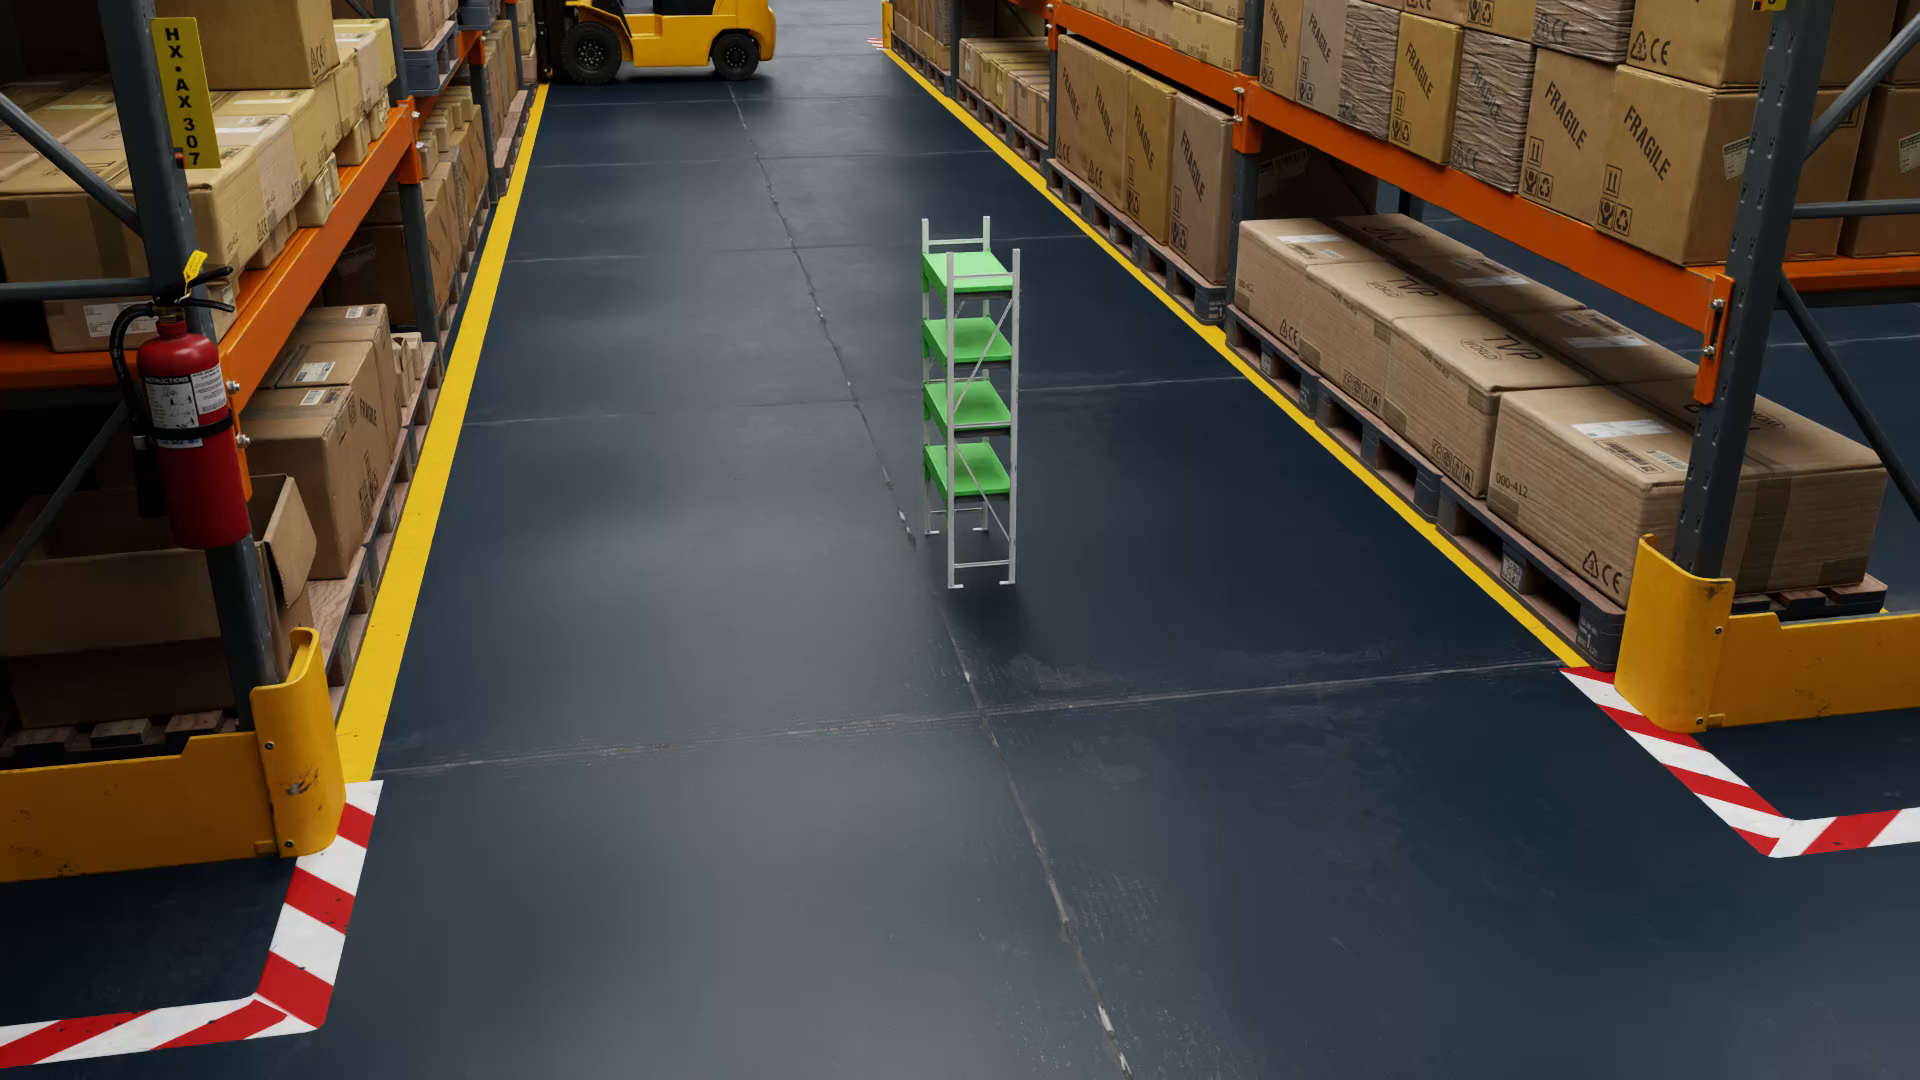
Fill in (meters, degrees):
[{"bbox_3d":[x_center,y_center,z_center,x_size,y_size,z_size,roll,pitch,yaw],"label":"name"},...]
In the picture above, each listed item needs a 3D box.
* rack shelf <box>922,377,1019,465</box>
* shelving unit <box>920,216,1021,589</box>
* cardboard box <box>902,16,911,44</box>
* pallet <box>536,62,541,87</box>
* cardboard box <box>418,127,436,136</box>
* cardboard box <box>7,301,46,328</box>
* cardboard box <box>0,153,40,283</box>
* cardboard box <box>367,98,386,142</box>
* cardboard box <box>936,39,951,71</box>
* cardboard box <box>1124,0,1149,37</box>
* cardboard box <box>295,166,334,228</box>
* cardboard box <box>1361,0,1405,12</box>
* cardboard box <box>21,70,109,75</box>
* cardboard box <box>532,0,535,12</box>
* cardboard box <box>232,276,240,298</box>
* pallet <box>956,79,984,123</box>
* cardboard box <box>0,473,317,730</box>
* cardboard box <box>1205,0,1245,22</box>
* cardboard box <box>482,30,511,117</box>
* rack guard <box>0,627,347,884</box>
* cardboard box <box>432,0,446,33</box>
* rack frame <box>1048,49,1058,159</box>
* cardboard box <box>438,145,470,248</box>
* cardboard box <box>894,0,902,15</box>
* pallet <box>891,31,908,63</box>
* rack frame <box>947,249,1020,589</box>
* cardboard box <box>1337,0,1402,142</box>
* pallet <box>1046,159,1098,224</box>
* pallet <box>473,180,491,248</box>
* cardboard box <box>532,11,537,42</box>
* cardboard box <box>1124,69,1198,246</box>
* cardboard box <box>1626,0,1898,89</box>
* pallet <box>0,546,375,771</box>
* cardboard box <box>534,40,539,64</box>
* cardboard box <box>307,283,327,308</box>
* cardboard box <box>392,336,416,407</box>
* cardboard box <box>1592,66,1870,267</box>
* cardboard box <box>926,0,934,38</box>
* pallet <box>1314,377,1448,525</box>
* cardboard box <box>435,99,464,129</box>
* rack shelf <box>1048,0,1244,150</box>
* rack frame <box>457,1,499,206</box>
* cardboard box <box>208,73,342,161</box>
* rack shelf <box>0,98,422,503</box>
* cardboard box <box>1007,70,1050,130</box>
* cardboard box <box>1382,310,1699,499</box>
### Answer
[{"bbox_3d":[0.031,-0.426,5.886,0.258,0.148,0.480,-4,24,-10],"label":"rack shelf"},{"bbox_3d":[0.031,-0.485,5.861,0.258,1.200,0.503,-4,24,-10],"label":"shelving unit"},{"bbox_3d":[-0.363,-5.602,18.240,0.500,0.250,0.500,-3,24,-8],"label":"cardboard box"},{"bbox_3d":[-4.800,-4.786,16.943,1.003,0.211,1.213,-4,24,-10],"label":"pallet"},{"bbox_3d":[-3.172,-2.238,9.414,0.380,0.149,0.250,-4,24,-10],"label":"cardboard box"},{"bbox_3d":[-2.557,-0.646,4.296,0.380,0.149,0.250,-4,24,-8],"label":"cardboard box"},{"bbox_3d":[-2.592,-0.775,4.094,0.500,0.250,0.500,-4,24,-8],"label":"cardboard box"},{"bbox_3d":[-2.537,-1.697,6.701,0.380,0.149,0.250,-4,24,-8],"label":"cardboard box"},{"bbox_3d":[0.039,-4.781,16.359,0.500,0.250,0.500,-3,24,-7],"label":"cardboard box"},{"bbox_3d":[1.294,-3.181,9.973,0.500,0.250,0.500,-4,24,-10],"label":"cardboard box"},{"bbox_3d":[-2.226,-1.092,5.315,0.380,0.149,0.250,-5,24,-11],"label":"cardboard box"},{"bbox_3d":[1.913,-2.386,6.591,0.500,0.500,0.500,-4,24,-9],"label":"cardboard box"},{"bbox_3d":[-2.966,-1.573,5.919,0.500,0.250,0.500,-4,24,-9],"label":"cardboard box"},{"bbox_3d":[-4.434,-5.267,16.224,0.500,0.250,0.500,-3,24,-8],"label":"cardboard box"},{"bbox_3d":[-2.129,-0.678,4.368,0.380,0.149,0.250,-4,24,-8],"label":"cardboard box"},{"bbox_3d":[0.558,-4.051,15.263,1.003,0.211,1.213,-4,24,-10],"label":"pallet"},{"bbox_3d":[-2.266,0.157,4.736,0.797,0.503,0.637,-5,24,-12],"label":"cardboard box"},{"bbox_3d":[1.572,-2.805,8.487,0.500,0.250,0.500,-4,24,-10],"label":"cardboard box"},{"bbox_3d":[-4.221,-3.861,13.784,0.875,0.625,0.625,-5,24,-10],"label":"cardboard box"},{"bbox_3d":[-2.260,0.569,4.323,1.175,0.500,0.348,-4,24,-10],"label":"rack guard"},{"bbox_3d":[-2.951,-2.769,8.192,0.700,0.500,0.500,-4,24,-9],"label":"cardboard box"},{"bbox_3d":[1.152,-4.062,11.803,1.000,3.000,0.127,-4,24,-10],"label":"rack frame"},{"bbox_3d":[-3.140,-1.984,9.643,0.500,0.500,0.500,-5,24,-12],"label":"cardboard box"},{"bbox_3d":[-0.445,-6.138,18.530,0.500,0.500,0.500,-5,24,-12],"label":"cardboard box"},{"bbox_3d":[-0.197,-5.579,18.760,1.003,0.211,1.213,-4,24,-10],"label":"pallet"},{"bbox_3d":[0.076,-0.389,5.641,0.240,1.200,0.015,-4,24,-10],"label":"rack frame"},{"bbox_3d":[1.896,-1.936,6.811,0.500,0.500,0.500,-4,24,-9],"label":"cardboard box"},{"bbox_3d":[1.224,-2.469,11.638,1.003,0.211,1.213,-4,24,-10],"label":"pallet"},{"bbox_3d":[-3.624,-2.119,10.838,1.003,0.211,1.213,-4,24,-10],"label":"pallet"},{"bbox_3d":[-4.427,-5.038,16.323,0.500,0.250,0.500,-5,24,-10],"label":"cardboard box"},{"bbox_3d":[1.524,-2.300,9.899,0.875,0.875,0.875,-4,24,-8],"label":"cardboard box"},{"bbox_3d":[2.309,-1.591,4.772,0.500,0.500,0.500,-4,24,-8],"label":"cardboard box"},{"bbox_3d":[-2.408,0.388,5.098,1.003,0.211,1.213,-4,24,-10],"label":"pallet"},{"bbox_3d":[-4.448,-4.813,16.434,0.500,0.250,0.500,-4,24,-9],"label":"cardboard box"},{"bbox_3d":[-3.367,-1.338,8.165,0.500,0.500,0.500,-4,24,-10],"label":"cardboard box"},{"bbox_3d":[-2.528,-0.722,7.046,0.396,0.266,0.258,-3,24,-8],"label":"cardboard box"},{"bbox_3d":[2.282,-1.131,4.968,0.500,0.500,0.500,-4,24,-9],"label":"cardboard box"},{"bbox_3d":[-0.056,-5.324,16.667,0.500,0.500,0.500,-4,24,-9],"label":"cardboard box"},{"bbox_3d":[2.185,-0.425,6.960,1.003,0.211,1.213,-4,24,-10],"label":"pallet"},{"bbox_3d":[-3.298,-2.650,10.358,0.380,0.149,0.250,-5,24,-12],"label":"cardboard box"},{"bbox_3d":[1.522,-2.946,10.146,1.077,0.370,4.000,-4,24,-10],"label":"rack shelf"},{"bbox_3d":[-3.725,-3.693,10.959,1.000,3.000,0.127,-4,24,-10],"label":"rack frame"},{"bbox_3d":[-2.371,-1.410,5.545,0.500,0.250,0.500,-5,24,-11],"label":"cardboard box"},{"bbox_3d":[-2.615,-1.004,5.699,1.077,0.370,4.000,-4,24,-10],"label":"rack shelf"},{"bbox_3d":[0.913,-3.563,13.419,0.950,0.372,0.625,-5,24,-11],"label":"cardboard box"},{"bbox_3d":[2.234,-0.545,6.427,0.875,0.438,0.875,-4,24,-8],"label":"cardboard box"}]
